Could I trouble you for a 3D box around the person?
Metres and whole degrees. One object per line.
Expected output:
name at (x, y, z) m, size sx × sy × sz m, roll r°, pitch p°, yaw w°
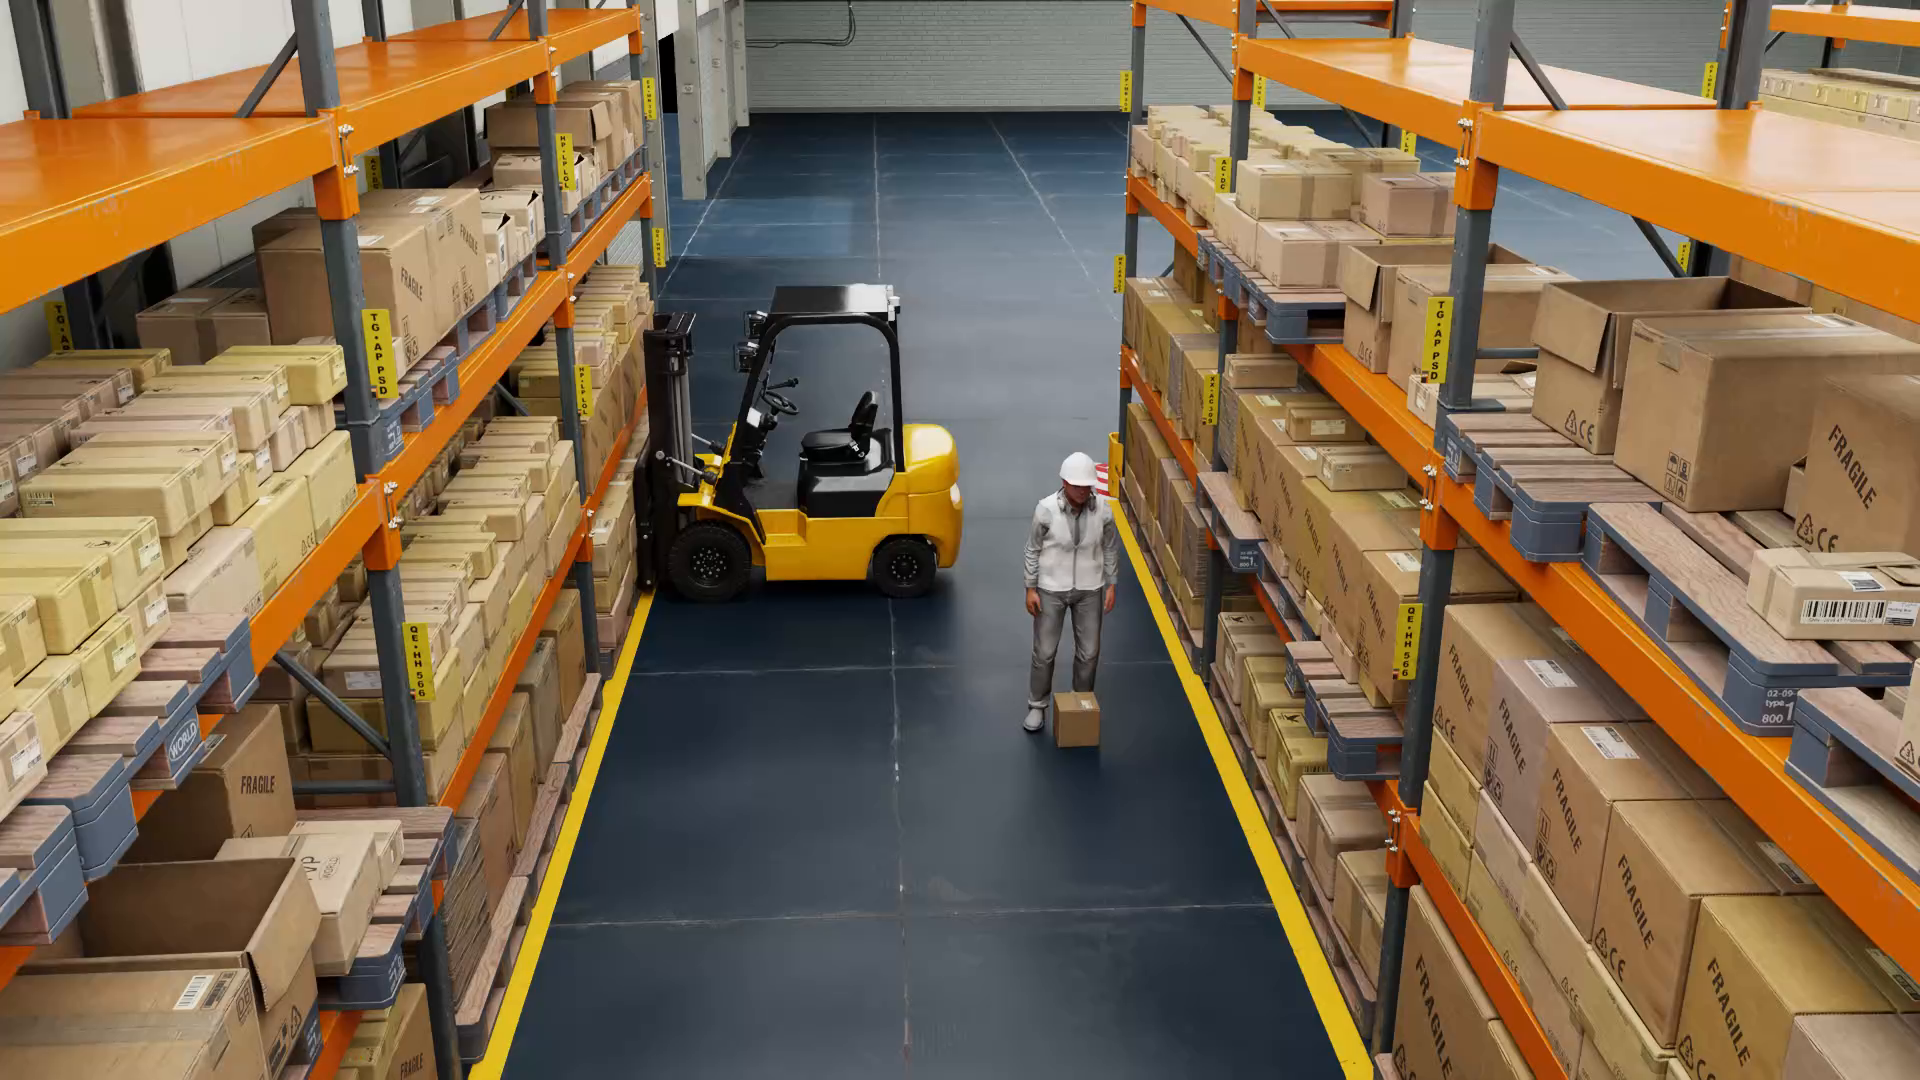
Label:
person at (0.678, 0.301, 10.221) m, size 0.595 × 1.772 × 0.460 m, roll -3°, pitch 20°, yaw -7°
